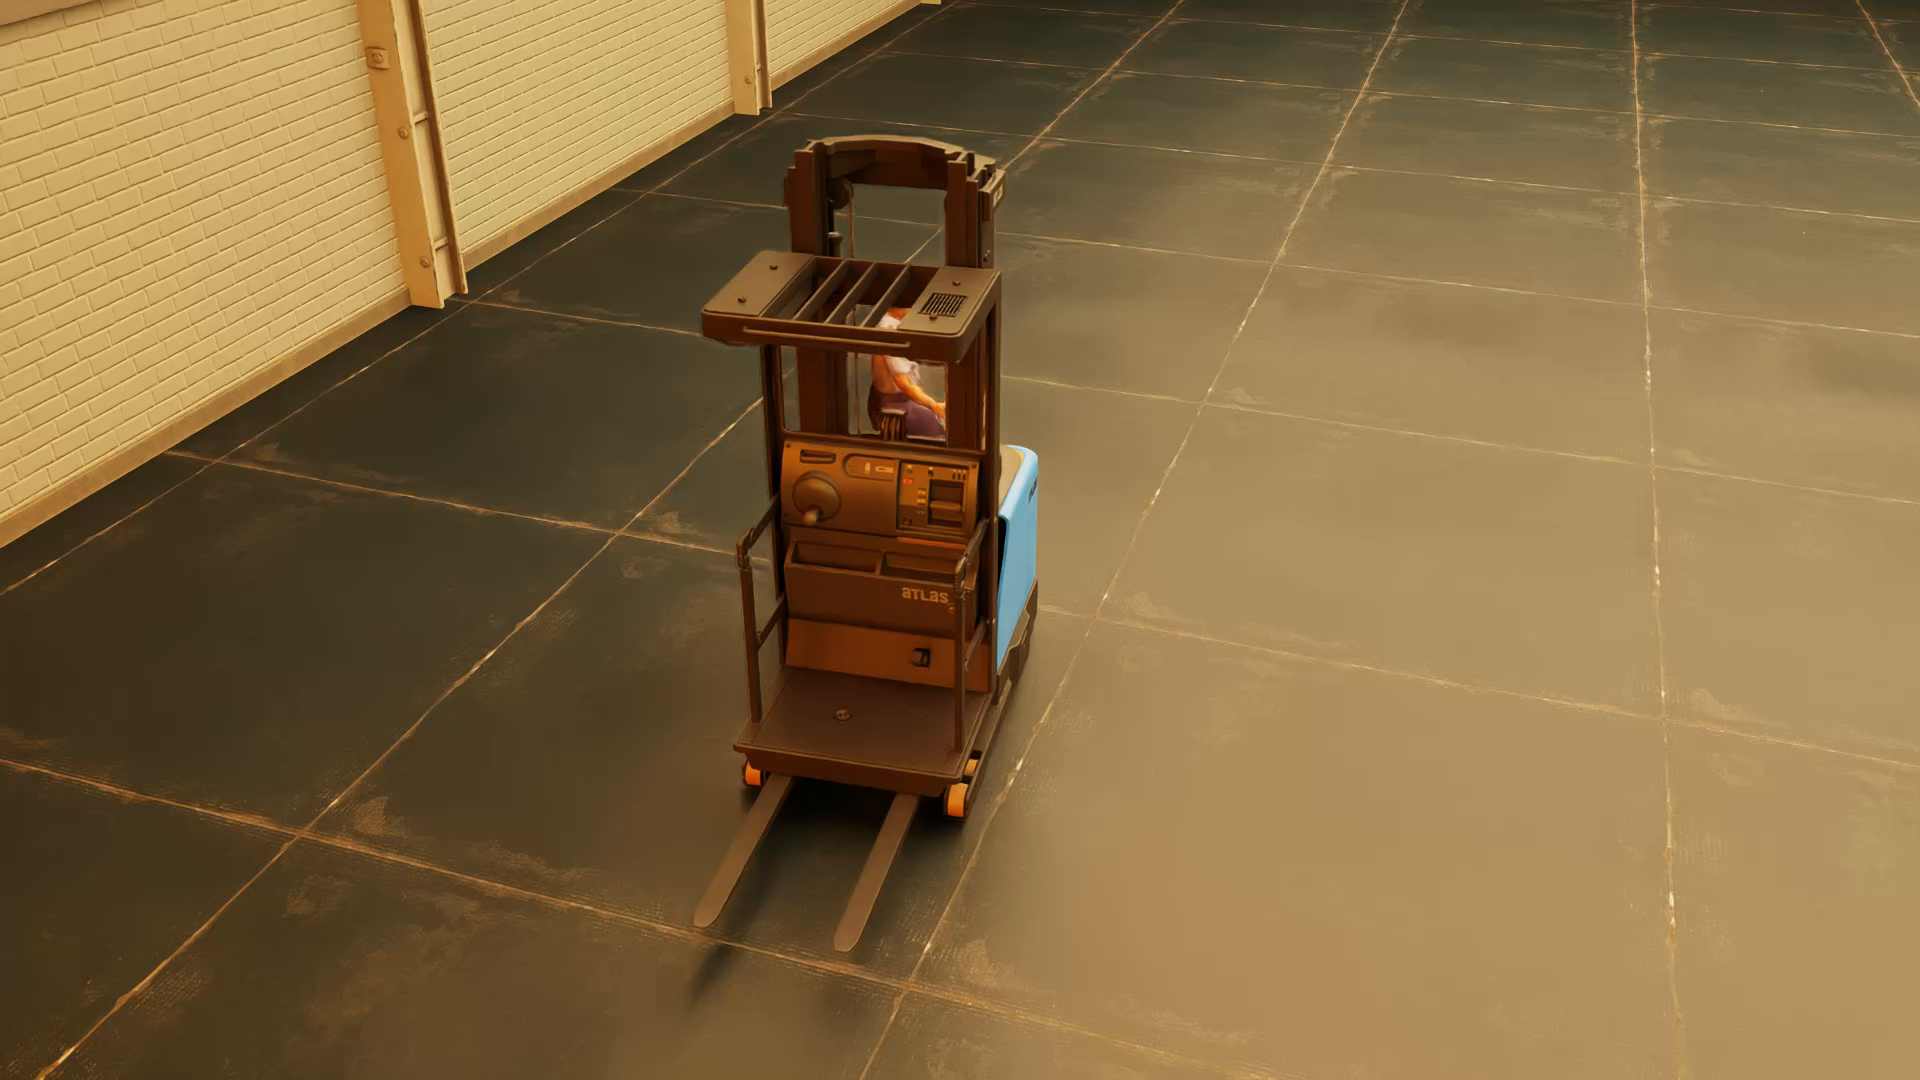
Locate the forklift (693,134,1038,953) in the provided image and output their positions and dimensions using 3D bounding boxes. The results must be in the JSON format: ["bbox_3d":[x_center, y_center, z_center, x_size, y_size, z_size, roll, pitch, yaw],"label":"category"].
[{"bbox_3d":[-0.419,-0.179,7.450,1.130,2.935,3.031,7,30,12],"label":"forklift"}]

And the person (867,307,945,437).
[{"bbox_3d":[-0.328,-0.877,10.201,0.869,1.505,0.966,-8,31,-14],"label":"person"}]
